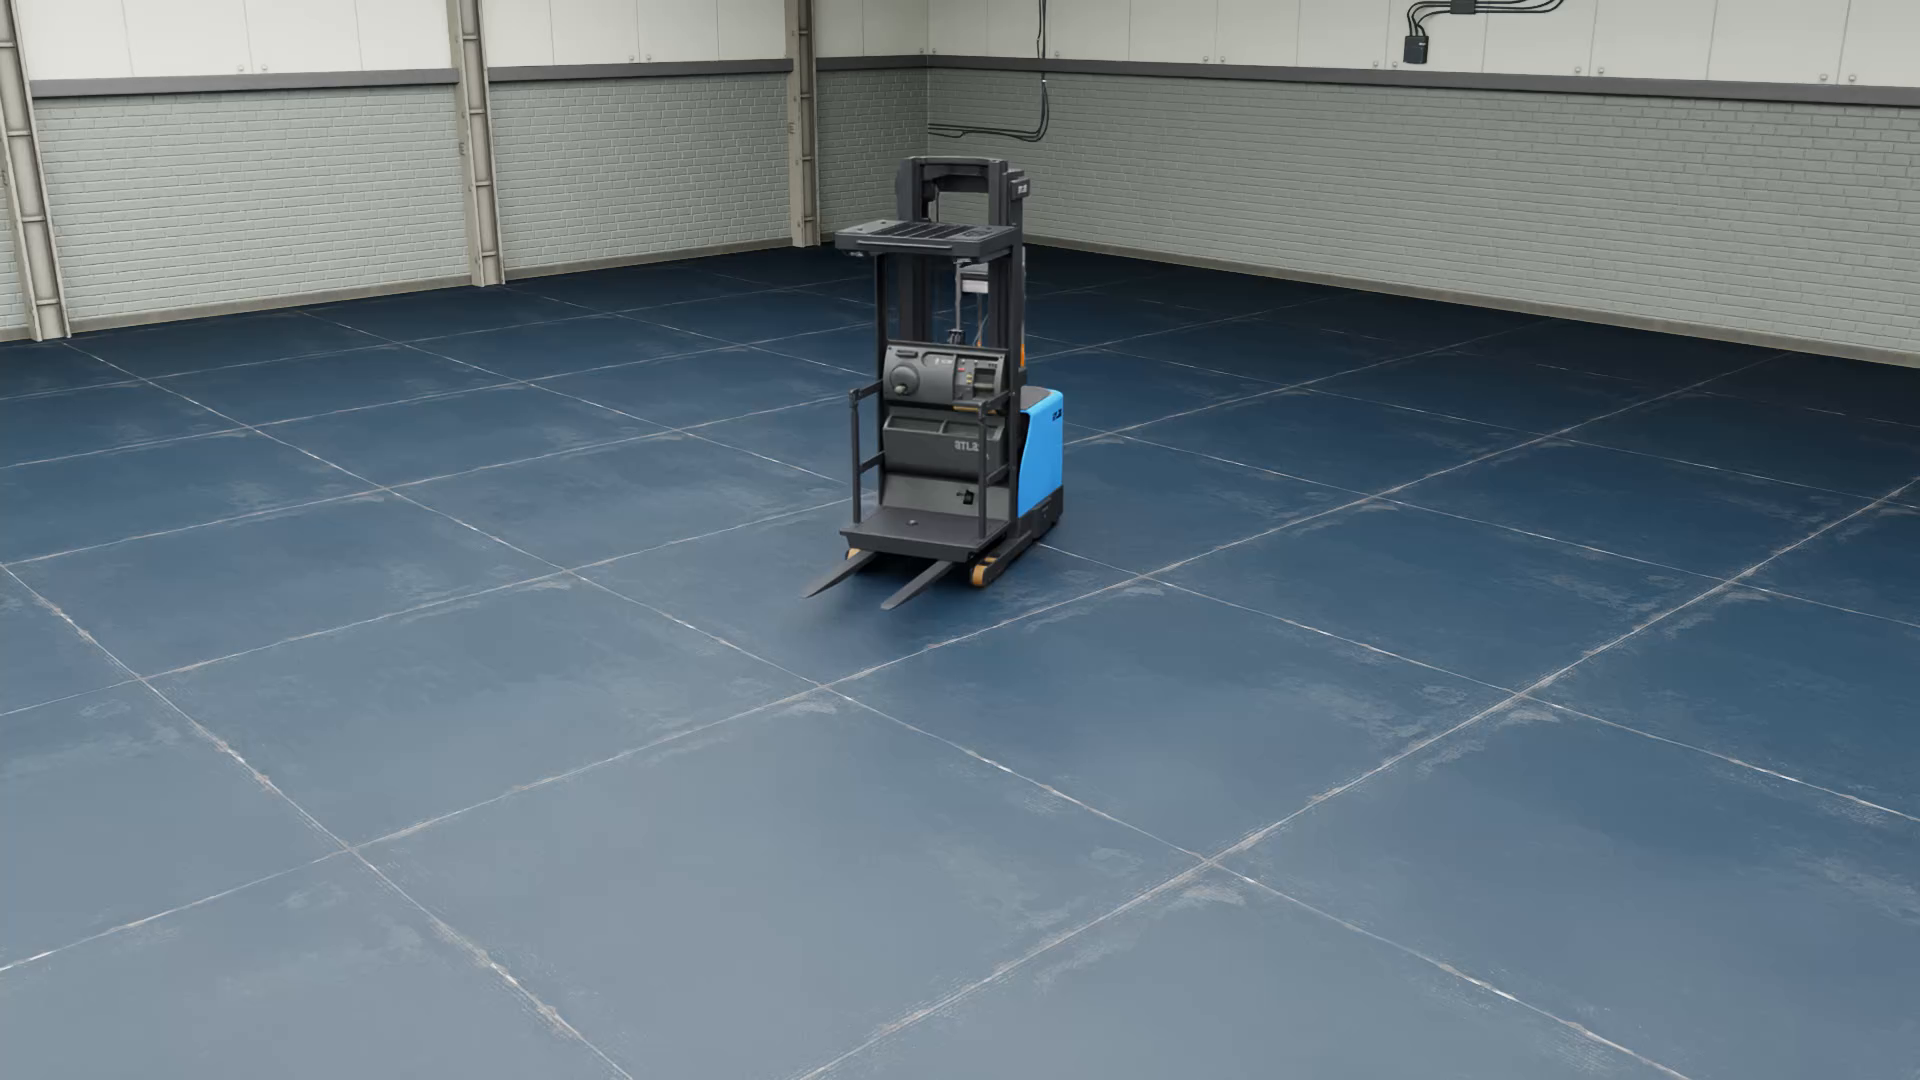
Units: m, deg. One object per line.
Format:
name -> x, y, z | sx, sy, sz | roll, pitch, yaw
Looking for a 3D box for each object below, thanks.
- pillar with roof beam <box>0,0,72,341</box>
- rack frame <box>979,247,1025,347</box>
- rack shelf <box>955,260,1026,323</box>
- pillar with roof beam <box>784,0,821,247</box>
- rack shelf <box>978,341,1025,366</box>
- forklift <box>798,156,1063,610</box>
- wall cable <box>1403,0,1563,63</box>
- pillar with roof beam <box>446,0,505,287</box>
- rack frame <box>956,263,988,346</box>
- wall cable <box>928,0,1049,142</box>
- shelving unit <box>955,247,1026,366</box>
pillar with roof beam -> -8.412, -5.849, 16.434 | 0.400, 9.000, 9.100 | -16, 24, -41
rack frame -> 0.345, -1.409, 13.926 | 0.400, 2.100, 0.015 | 7, 19, 21
rack shelf -> 0.252, -1.992, 13.499 | 0.431, 0.518, 0.480 | 7, 19, 21
pillar with roof beam -> 0.308, -8.392, 24.276 | 0.400, 9.000, 9.100 | -16, 24, -41
rack shelf -> 0.252, -1.326, 13.715 | 0.431, 0.518, 0.480 | 7, 19, 21
forklift -> -0.198, -1.198, 11.928 | 1.130, 2.935, 3.031 | 7, 19, 21
wall cable -> 6.910, -9.171, 21.167 | 0.169, 6.003, 2.305 | -16, 24, -41
pillar with roof beam -> -4.052, -7.120, 20.355 | 0.400, 9.000, 9.100 | -16, 24, -41
rack frame -> 0.159, -1.270, 13.496 | 0.400, 2.100, 0.015 | 7, 19, 21
wall cable -> 0.399, -8.207, 28.742 | 0.112, 2.526, 3.097 | -16, 24, -41
shelving unit -> 0.252, -1.339, 13.711 | 0.431, 2.100, 0.503 | 7, 19, 21
